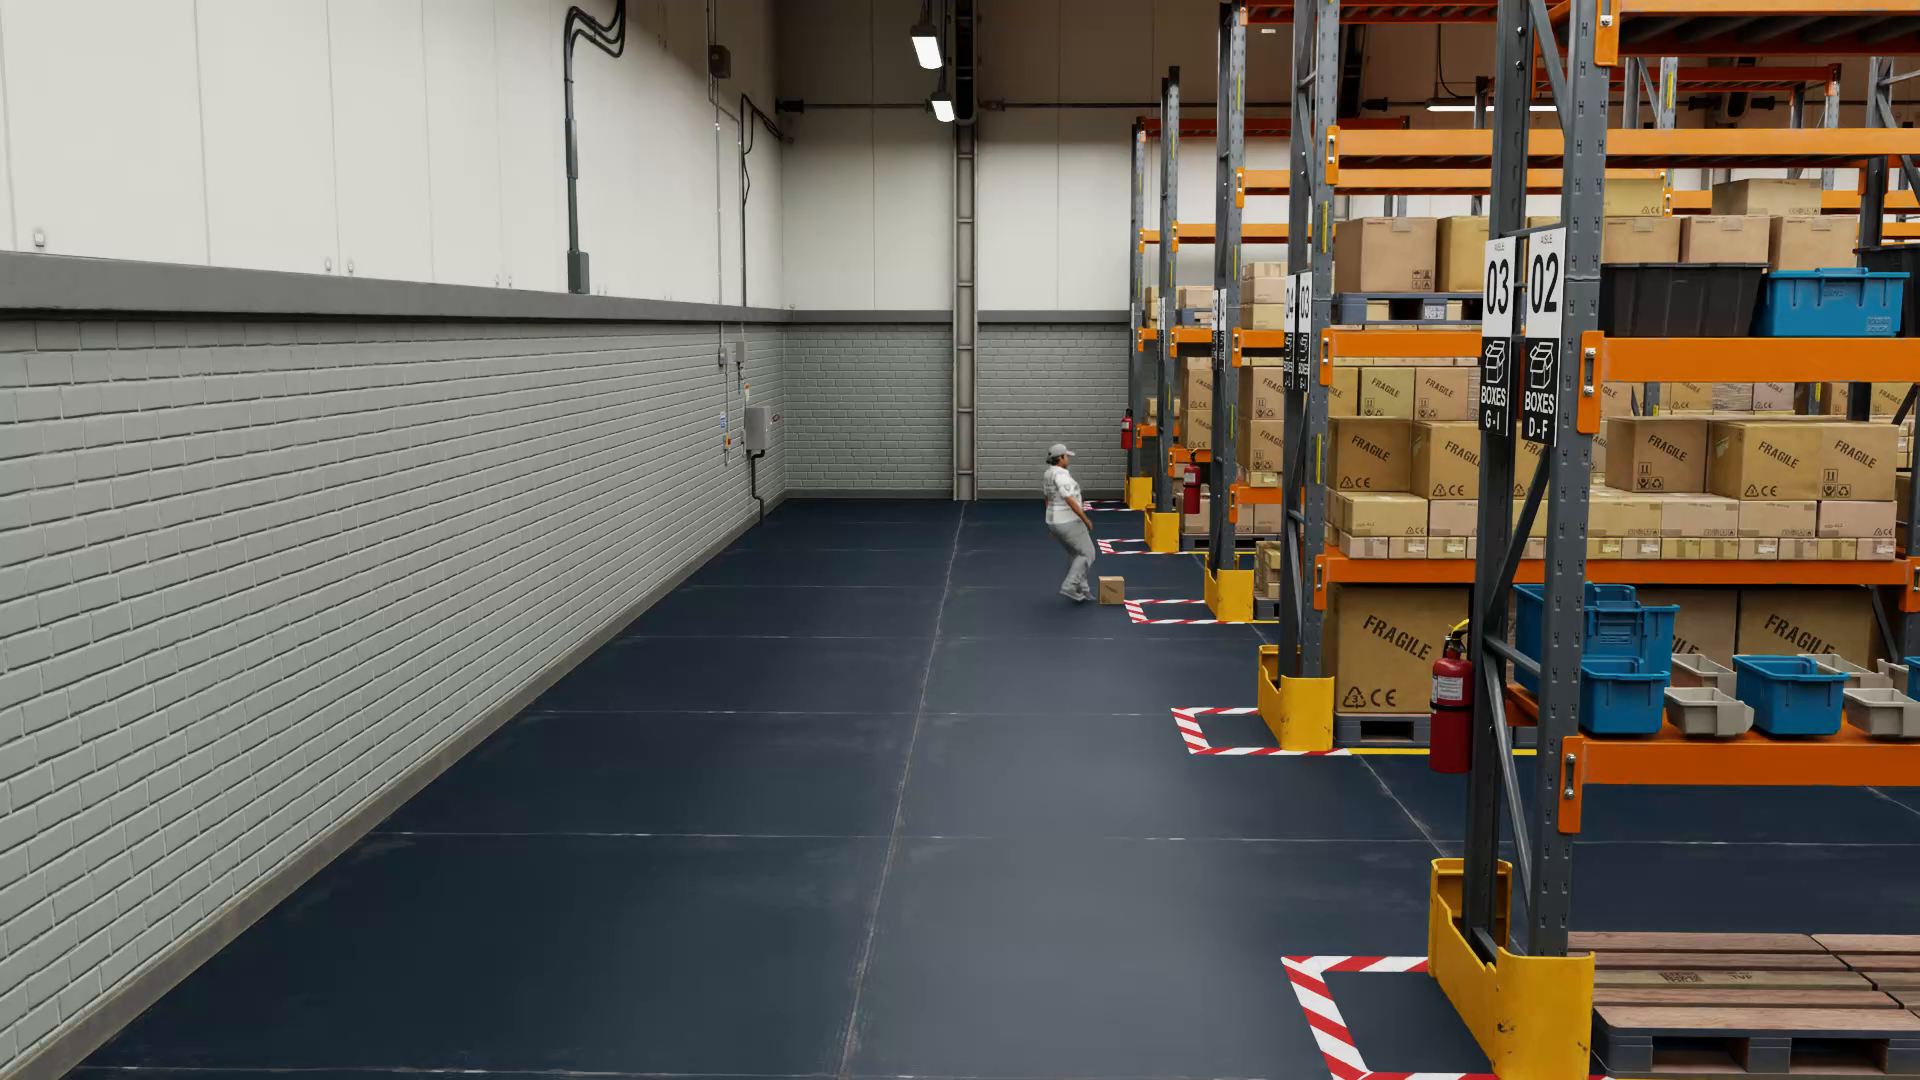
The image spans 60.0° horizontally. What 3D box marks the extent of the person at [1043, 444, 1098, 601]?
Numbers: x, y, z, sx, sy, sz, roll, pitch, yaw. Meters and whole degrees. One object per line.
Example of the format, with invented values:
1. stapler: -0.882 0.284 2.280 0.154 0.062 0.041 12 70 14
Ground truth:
1. person: 1.193 -0.148 17.191 0.634 1.688 0.533 -2 8 -16
